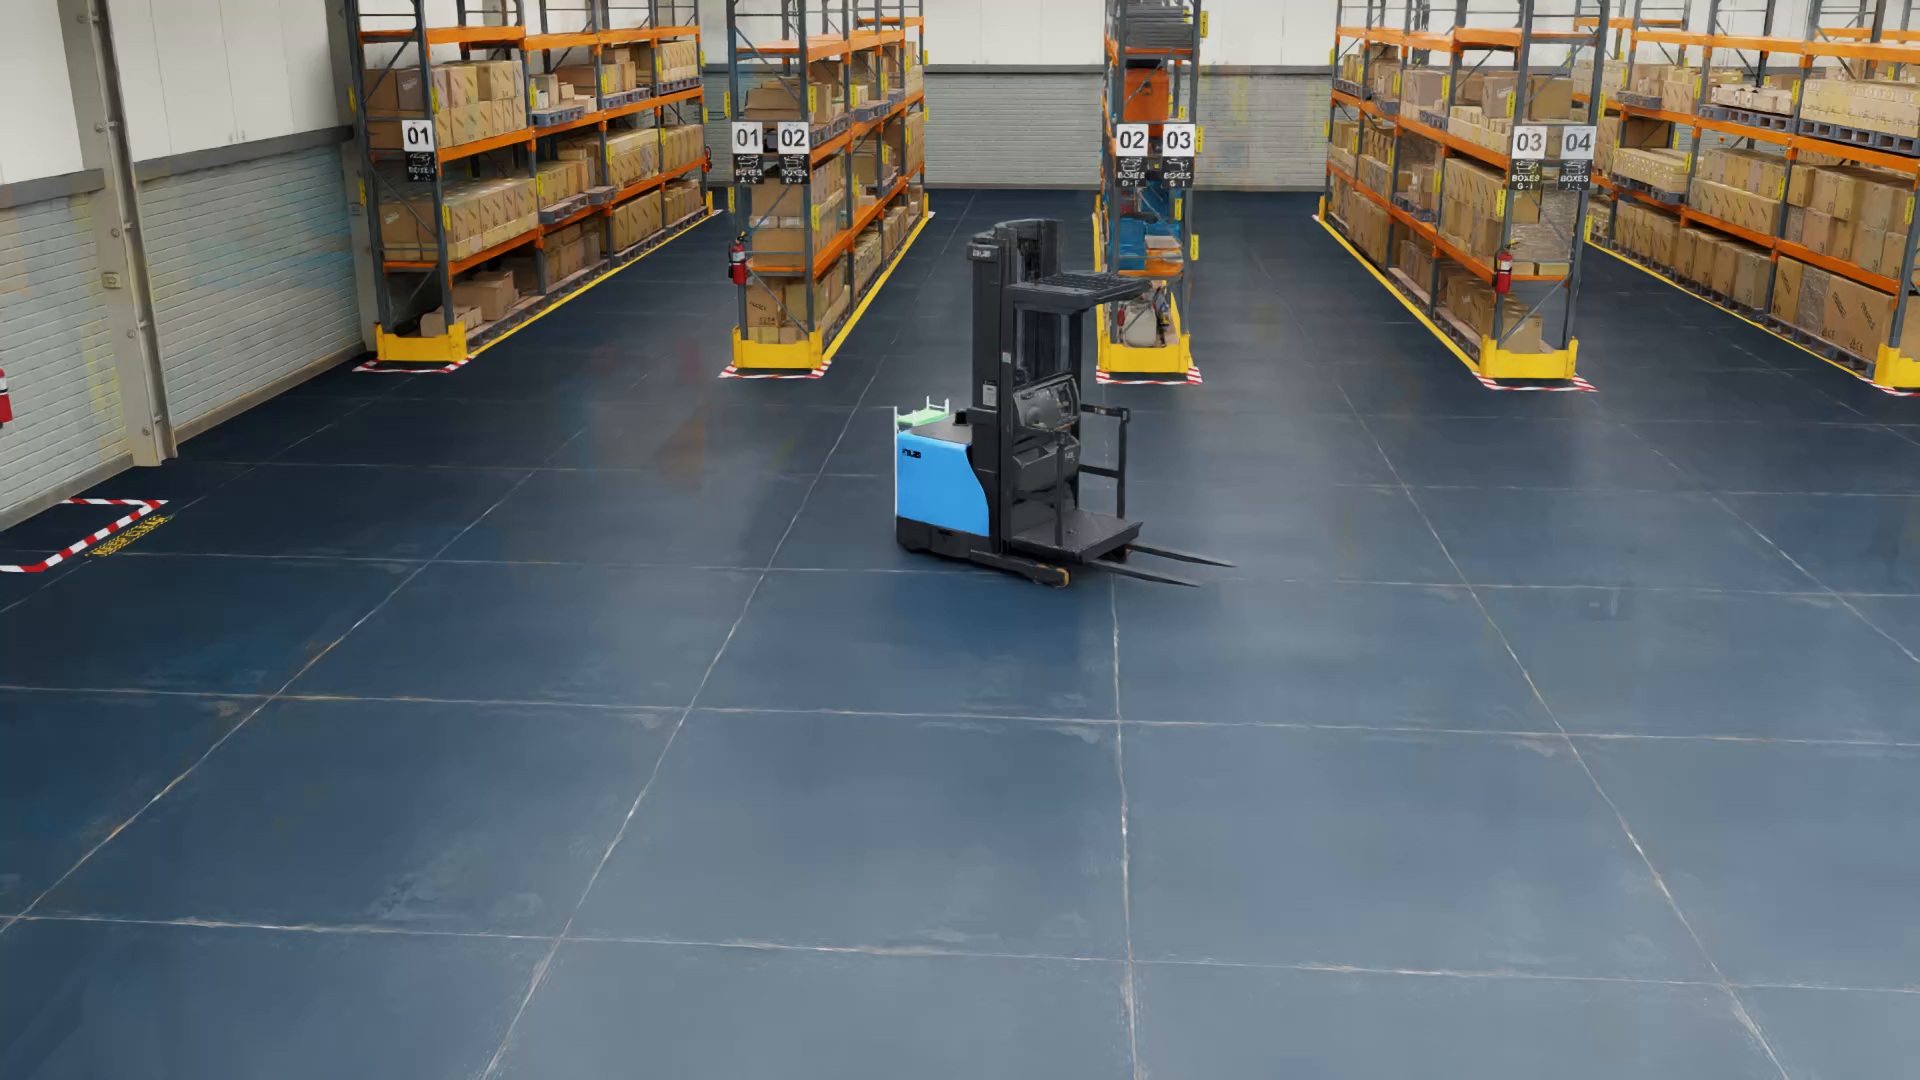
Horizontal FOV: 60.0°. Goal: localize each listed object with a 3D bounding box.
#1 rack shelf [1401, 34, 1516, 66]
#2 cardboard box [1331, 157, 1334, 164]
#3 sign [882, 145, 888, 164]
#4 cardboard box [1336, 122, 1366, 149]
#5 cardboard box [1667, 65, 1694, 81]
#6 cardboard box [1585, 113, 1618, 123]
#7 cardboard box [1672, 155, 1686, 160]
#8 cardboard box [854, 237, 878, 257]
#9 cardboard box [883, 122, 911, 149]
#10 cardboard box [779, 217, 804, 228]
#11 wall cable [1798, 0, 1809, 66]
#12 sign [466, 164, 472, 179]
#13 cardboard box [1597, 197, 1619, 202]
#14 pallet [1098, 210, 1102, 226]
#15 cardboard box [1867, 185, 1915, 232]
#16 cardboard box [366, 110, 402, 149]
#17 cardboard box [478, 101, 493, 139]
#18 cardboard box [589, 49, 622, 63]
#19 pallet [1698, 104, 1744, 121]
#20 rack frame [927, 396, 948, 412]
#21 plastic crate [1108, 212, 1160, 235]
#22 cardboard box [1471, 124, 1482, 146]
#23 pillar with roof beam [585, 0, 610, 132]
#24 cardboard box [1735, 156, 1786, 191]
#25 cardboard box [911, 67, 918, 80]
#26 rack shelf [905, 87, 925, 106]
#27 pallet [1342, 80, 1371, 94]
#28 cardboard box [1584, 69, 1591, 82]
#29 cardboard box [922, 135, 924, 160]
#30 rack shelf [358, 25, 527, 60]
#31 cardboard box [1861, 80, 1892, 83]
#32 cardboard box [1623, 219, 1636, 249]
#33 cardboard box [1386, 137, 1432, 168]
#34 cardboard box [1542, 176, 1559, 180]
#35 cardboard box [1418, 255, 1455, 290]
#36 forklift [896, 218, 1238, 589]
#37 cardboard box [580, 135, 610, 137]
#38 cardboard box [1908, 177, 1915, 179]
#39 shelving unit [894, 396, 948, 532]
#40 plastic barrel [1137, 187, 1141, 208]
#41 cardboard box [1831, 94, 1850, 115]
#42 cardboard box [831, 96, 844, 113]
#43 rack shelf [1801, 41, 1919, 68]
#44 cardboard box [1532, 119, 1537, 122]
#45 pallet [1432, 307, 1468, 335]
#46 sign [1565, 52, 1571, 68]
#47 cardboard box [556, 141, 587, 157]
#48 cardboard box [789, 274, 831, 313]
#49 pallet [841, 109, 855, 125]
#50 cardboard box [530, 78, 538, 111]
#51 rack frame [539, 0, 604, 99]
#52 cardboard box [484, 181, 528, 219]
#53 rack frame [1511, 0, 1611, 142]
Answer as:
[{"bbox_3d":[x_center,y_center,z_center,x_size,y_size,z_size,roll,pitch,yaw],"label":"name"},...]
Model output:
[{"bbox_3d":[7.860,-7.748,26.242,1.077,0.370,4.000,1,18,4],"label":"rack shelf"},{"bbox_3d":[8.188,-8.154,35.720,0.380,0.149,0.250,1,18,3],"label":"cardboard box"},{"bbox_3d":[-1.323,-6.812,29.361,0.100,0.325,0.005,1,18,4],"label":"sign"},{"bbox_3d":[8.207,-8.502,34.939,0.500,0.500,0.500,1,18,2],"label":"cardboard box"},{"bbox_3d":[12.785,-8.276,29.484,0.396,0.266,0.258,1,18,4],"label":"cardboard box"},{"bbox_3d":[13.098,-8.447,33.968,0.500,0.500,0.500,1,18,2],"label":"cardboard box"},{"bbox_3d":[13.302,-6.980,30.507,0.380,0.149,0.250,0,18,1],"label":"cardboard box"},{"bbox_3d":[-1.700,-5.102,28.845,0.500,0.311,0.500,1,18,3],"label":"cardboard box"},{"bbox_3d":[-1.276,-8.178,33.624,0.500,0.500,0.500,2,18,5],"label":"cardboard box"},{"bbox_3d":[-2.207,-4.261,22.234,0.380,0.149,0.250,1,18,4],"label":"cardboard box"},{"bbox_3d":[19.338,-12.920,40.228,2.355,3.000,0.029,1,18,4],"label":"wall cable"},{"bbox_3d":[-7.659,-5.701,25.973,0.100,0.325,0.005,1,18,4],"label":"sign"},{"bbox_3d":[13.765,-7.190,35.325,0.380,0.149,0.250,1,18,3],"label":"cardboard box"},{"bbox_3d":[3.539,-7.065,36.473,1.003,0.211,1.213,1,18,4],"label":"pallet"},{"bbox_3d":[12.383,-4.295,21.567,0.875,0.550,0.550,1,18,4],"label":"cardboard box"},{"bbox_3d":[-7.614,-5.515,22.254,0.500,0.500,0.500,3,18,8],"label":"cardboard box"},{"bbox_3d":[-6.994,-5.972,23.650,0.500,0.500,0.500,2,18,7],"label":"cardboard box"},{"bbox_3d":[-6.750,-9.221,31.684,0.500,0.250,0.500,1,18,2],"label":"cardboard box"},{"bbox_3d":[12.950,-7.043,27.413,1.213,0.211,1.003,2,18,6],"label":"pallet"},{"bbox_3d":[-0.210,-0.748,15.605,0.240,1.200,0.015,13,22,34],"label":"rack frame"},{"bbox_3d":[2.612,-4.729,24.966,0.767,0.338,0.504,1,18,4],"label":"plastic crate"},{"bbox_3d":[7.320,-5.546,22.781,0.500,0.250,0.500,1,18,3],"label":"cardboard box"},{"bbox_3d":[-3.050,-10.616,33.196,9.100,9.000,0.400,1,18,4],"label":"pillar with roof beam"},{"bbox_3d":[12.796,-5.817,26.418,0.700,0.500,0.500,1,18,3],"label":"cardboard box"},{"bbox_3d":[-1.161,-9.873,35.185,0.500,0.250,0.500,1,18,4],"label":"cardboard box"},{"bbox_3d":[-1.447,-9.220,34.908,1.077,0.370,4.000,1,18,4],"label":"rack shelf"},{"bbox_3d":[8.450,-9.308,34.164,1.003,0.211,1.213,1,18,4],"label":"pallet"},{"bbox_3d":[13.142,-9.535,34.154,0.500,0.250,0.500,1,18,5],"label":"cardboard box"},{"bbox_3d":[-1.064,-8.660,36.700,0.500,0.500,0.500,2,18,6],"label":"cardboard box"},{"bbox_3d":[-7.248,-7.026,23.401,1.077,0.370,4.000,1,18,4],"label":"rack shelf"},{"bbox_3d":[12.930,-6.399,23.432,0.380,0.149,0.250,1,18,4],"label":"cardboard box"},{"bbox_3d":[12.877,-5.774,31.395,0.500,0.500,0.500,2,18,6],"label":"cardboard box"},{"bbox_3d":[8.122,-7.004,30.035,0.797,0.503,0.637,2,18,5],"label":"cardboard box"},{"bbox_3d":[7.784,-4.550,22.074,0.500,0.500,0.500,1,18,4],"label":"cardboard box"},{"bbox_3d":[7.875,-4.341,26.989,0.700,0.500,0.500,0,18,-1],"label":"cardboard box"},{"bbox_3d":[0.910,-1.171,14.116,3.031,2.935,1.130,13,22,34],"label":"forklift"},{"bbox_3d":[-6.928,-7.562,31.635,0.500,0.250,0.500,1,18,3],"label":"cardboard box"},{"bbox_3d":[17.792,-6.550,30.663,0.500,0.250,0.500,1,18,3],"label":"cardboard box"},{"bbox_3d":[-0.355,-0.687,15.419,0.258,1.200,0.503,13,22,34],"label":"shelving unit"},{"bbox_3d":[3.173,-5.759,27.829,0.421,0.512,0.421,0,18,0],"label":"plastic barrel"},{"bbox_3d":[12.272,-5.950,22.701,0.500,0.250,0.500,1,18,3],"label":"cardboard box"},{"bbox_3d":[-2.110,-6.775,25.859,0.500,0.250,0.500,3,18,10],"label":"cardboard box"},{"bbox_3d":[12.514,-6.364,22.017,1.077,0.370,4.000,1,18,4],"label":"rack shelf"},{"bbox_3d":[7.803,-5.508,22.025,0.380,0.149,0.250,1,18,4],"label":"cardboard box"},{"bbox_3d":[7.704,-3.274,24.902,1.003,0.211,1.213,1,18,4],"label":"pallet"},{"bbox_3d":[12.976,-10.246,35.480,0.100,0.325,0.005,1,18,4],"label":"sign"},{"bbox_3d":[-7.044,-7.084,30.176,0.500,0.250,0.500,2,18,5],"label":"cardboard box"},{"bbox_3d":[-2.133,-3.510,23.681,0.500,0.500,0.500,1,18,4],"label":"cardboard box"},{"bbox_3d":[-2.113,-6.639,26.184,0.805,0.209,1.217,1,18,2],"label":"pallet"},{"bbox_3d":[-6.986,-6.980,26.083,0.500,0.500,0.500,4,19,12],"label":"cardboard box"},{"bbox_3d":[-6.818,-9.233,28.976,1.000,3.000,0.127,1,18,4],"label":"rack frame"},{"bbox_3d":[-6.860,-5.126,25.080,0.500,0.500,0.500,1,18,4],"label":"cardboard box"},{"bbox_3d":[7.430,-6.417,20.381,1.000,3.000,0.127,1,18,4],"label":"rack frame"}]
